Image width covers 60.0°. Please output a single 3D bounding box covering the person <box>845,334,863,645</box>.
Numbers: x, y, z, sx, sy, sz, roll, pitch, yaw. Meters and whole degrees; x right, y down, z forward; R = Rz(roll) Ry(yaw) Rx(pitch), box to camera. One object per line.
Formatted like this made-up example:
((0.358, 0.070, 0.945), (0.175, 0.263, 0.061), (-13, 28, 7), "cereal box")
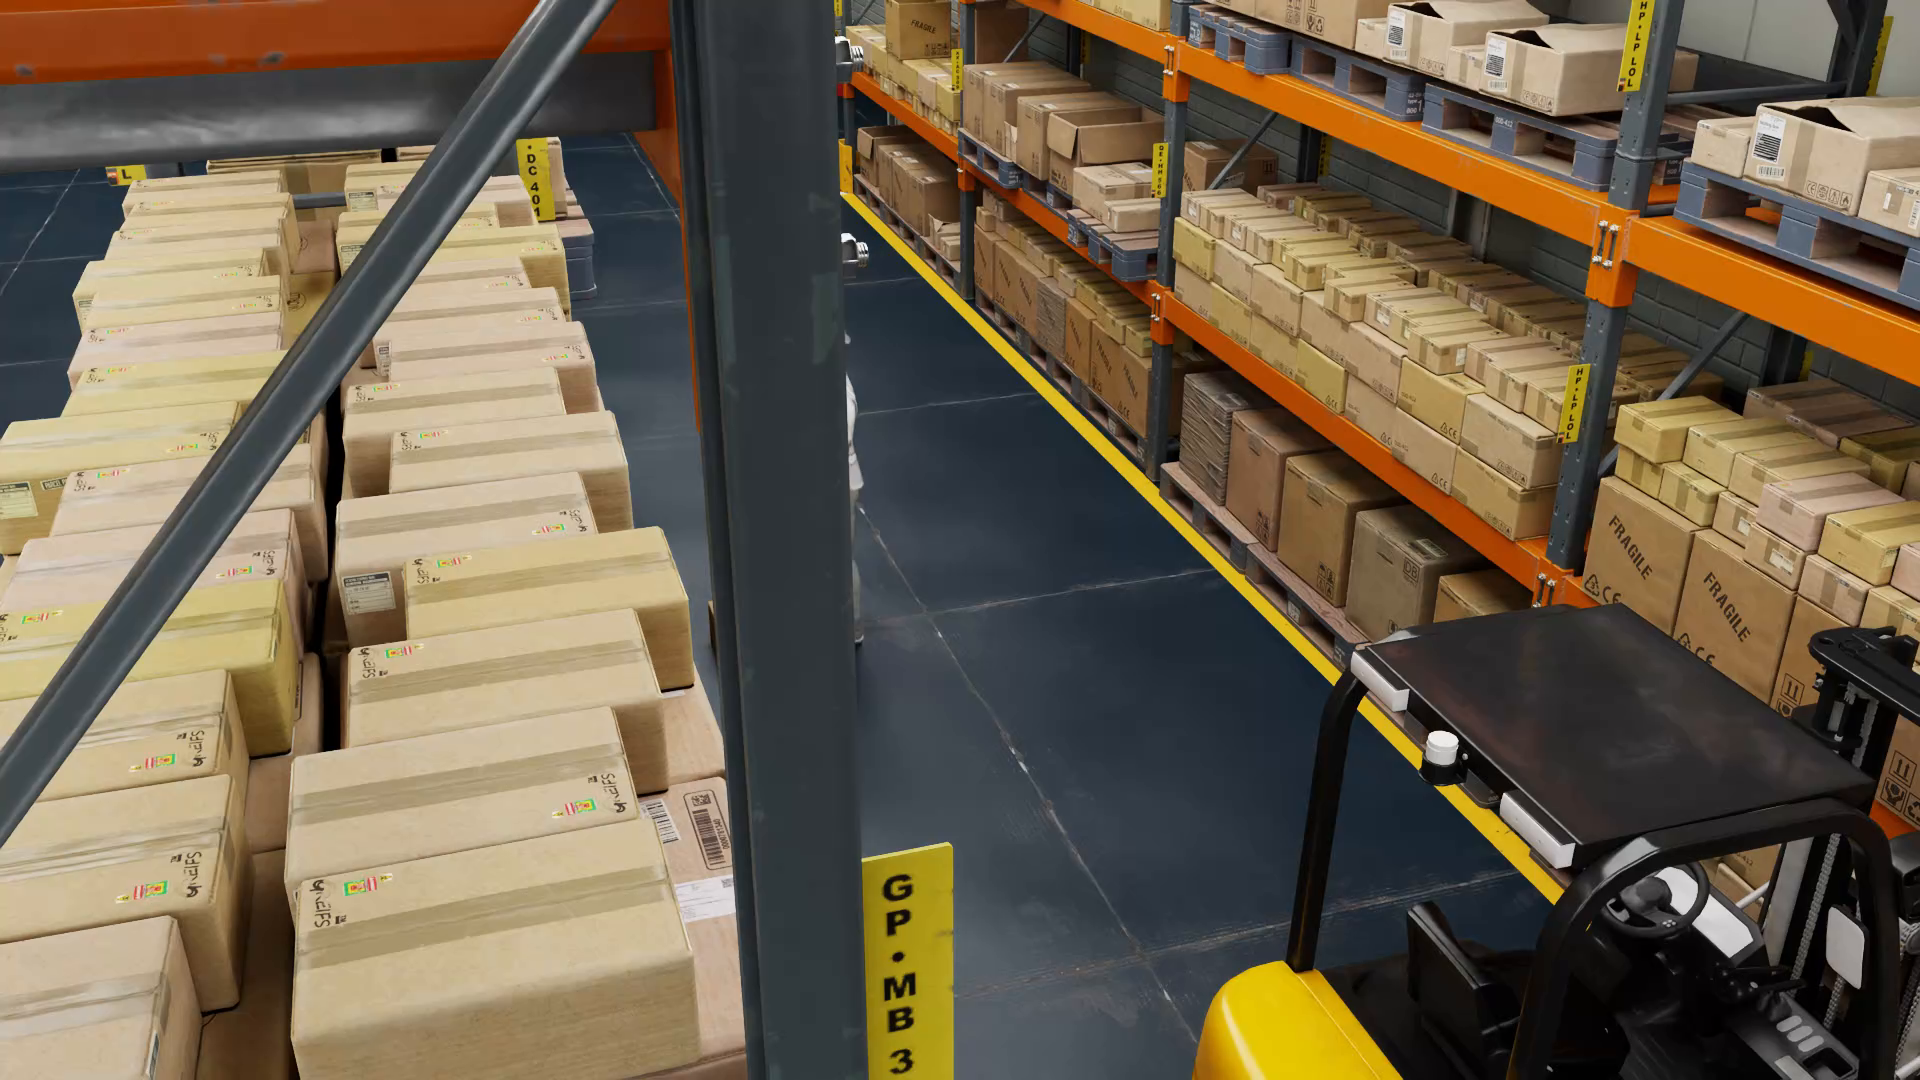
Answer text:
((-0.725, -0.270, 8.643), (0.418, 1.781, 0.536), (-8, 27, -15), "person")
